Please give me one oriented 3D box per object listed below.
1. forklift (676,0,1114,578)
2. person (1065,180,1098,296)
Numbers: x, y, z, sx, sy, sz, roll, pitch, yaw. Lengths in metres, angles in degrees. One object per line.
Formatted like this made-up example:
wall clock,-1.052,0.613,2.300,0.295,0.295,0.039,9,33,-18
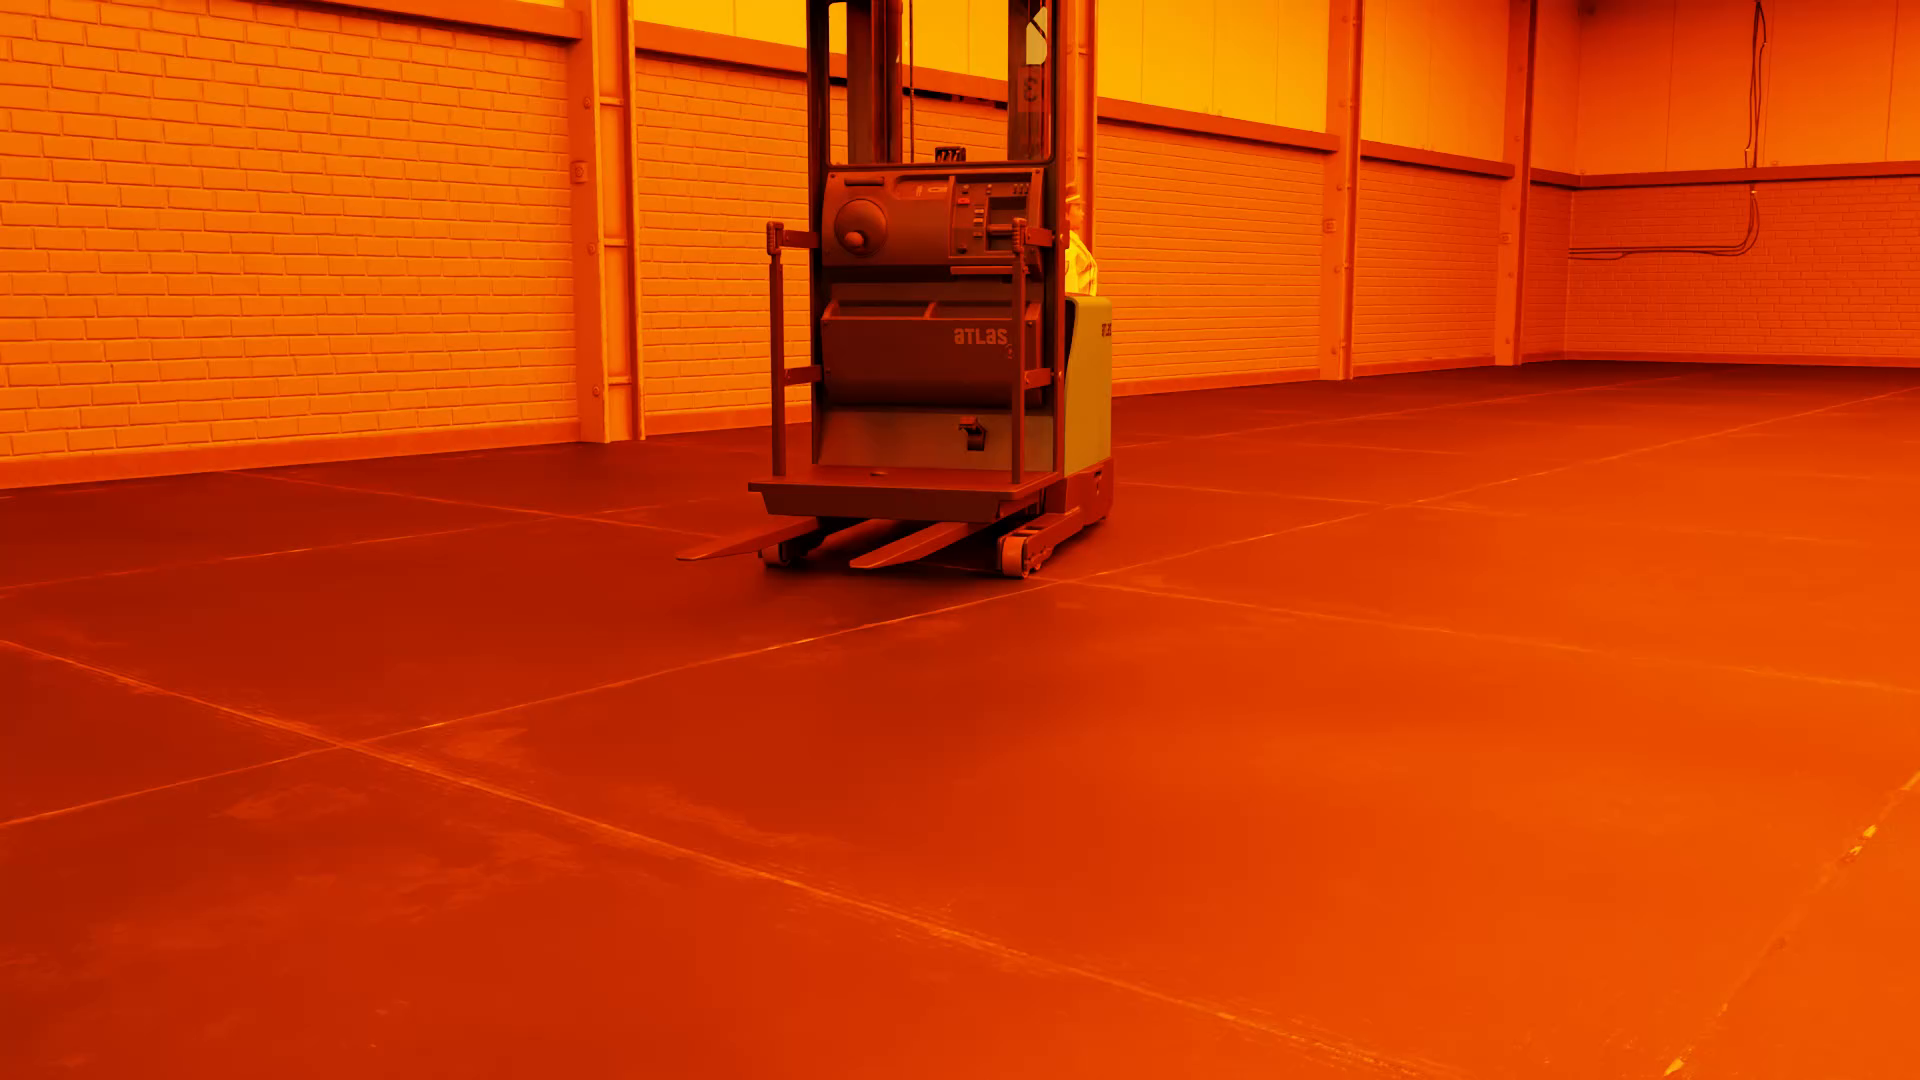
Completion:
forklift,-0.176,-1.366,6.616,1.130,2.935,3.031,3,9,17
person,0.578,-1.087,9.006,0.357,1.693,0.457,-1,8,-7
